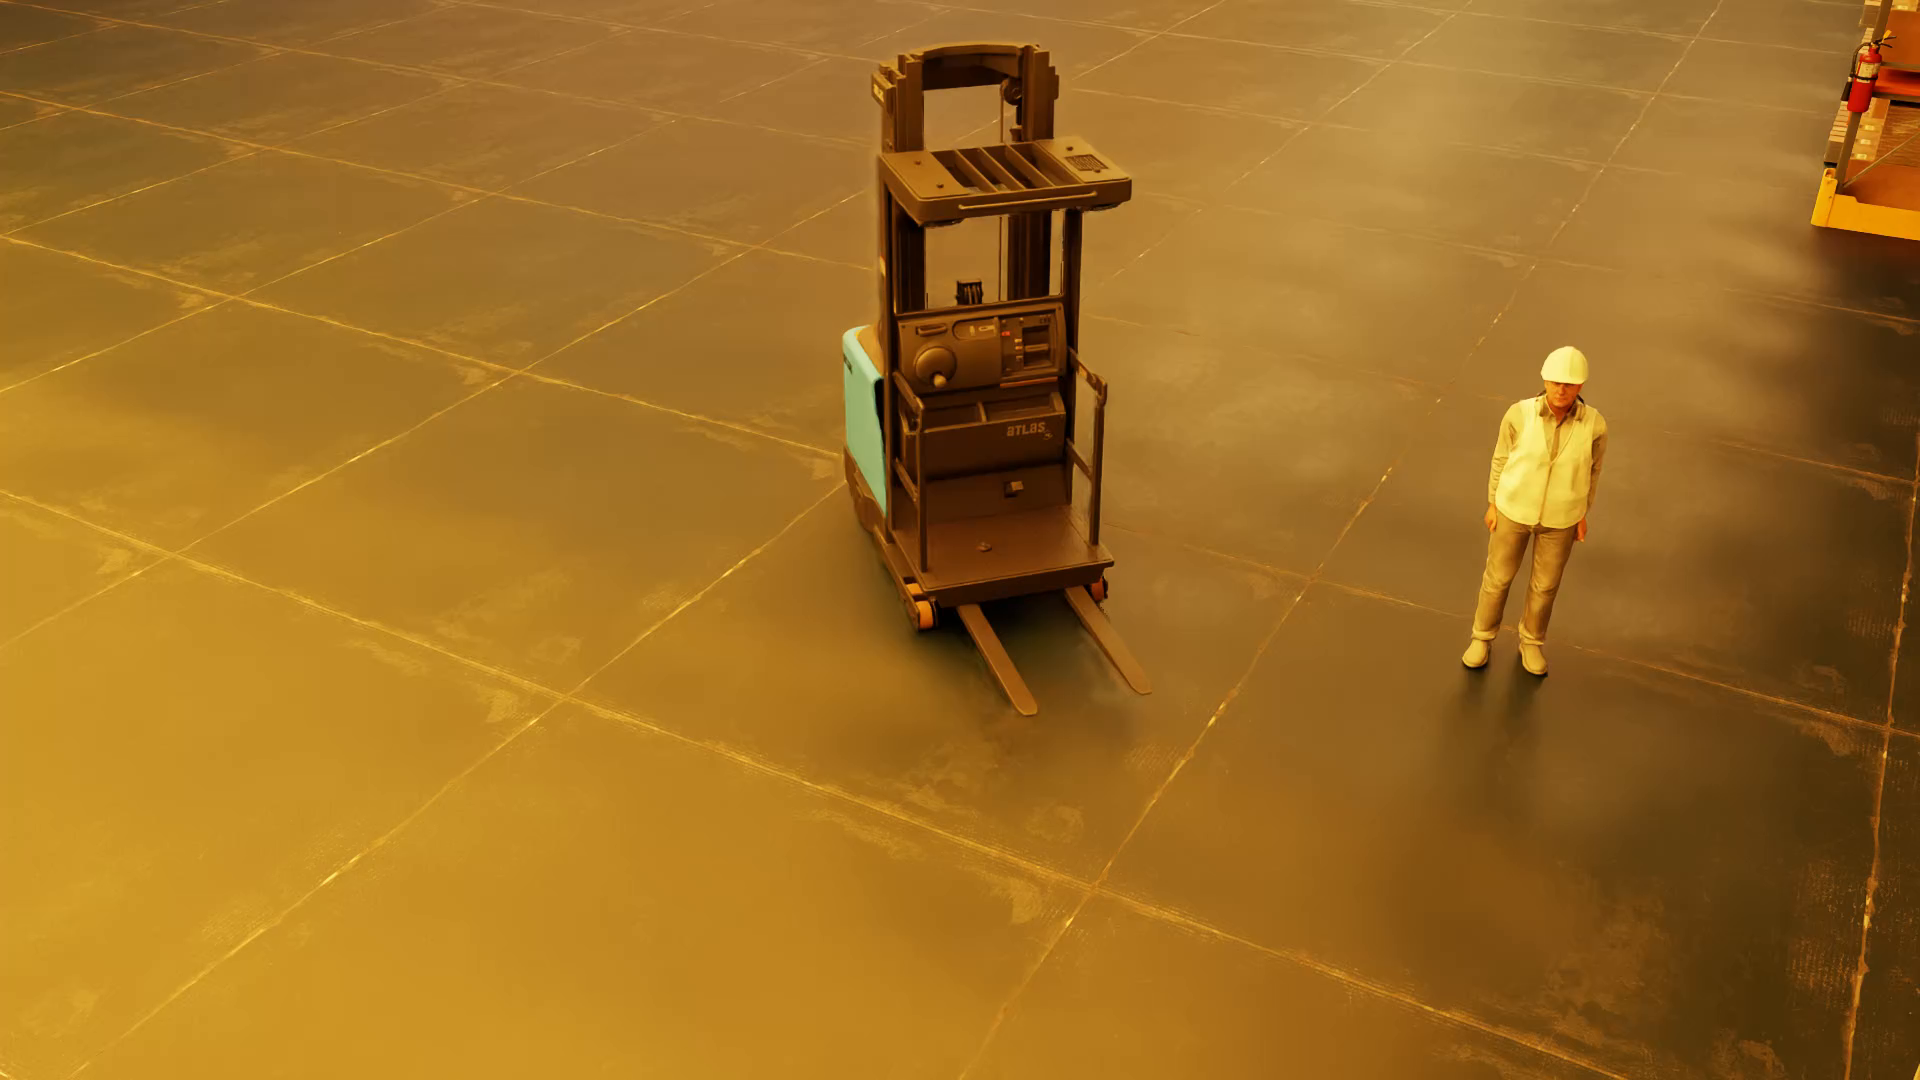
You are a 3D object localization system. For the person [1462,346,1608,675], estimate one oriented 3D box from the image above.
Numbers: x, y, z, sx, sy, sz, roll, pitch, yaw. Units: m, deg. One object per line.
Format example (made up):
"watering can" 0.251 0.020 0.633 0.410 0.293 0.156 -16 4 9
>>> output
"person" 2.948 -0.140 8.471 0.528 1.776 0.362 7 31 12

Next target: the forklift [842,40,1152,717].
"forklift" 0.191 -0.995 8.794 1.130 2.935 3.031 -9 31 -15
